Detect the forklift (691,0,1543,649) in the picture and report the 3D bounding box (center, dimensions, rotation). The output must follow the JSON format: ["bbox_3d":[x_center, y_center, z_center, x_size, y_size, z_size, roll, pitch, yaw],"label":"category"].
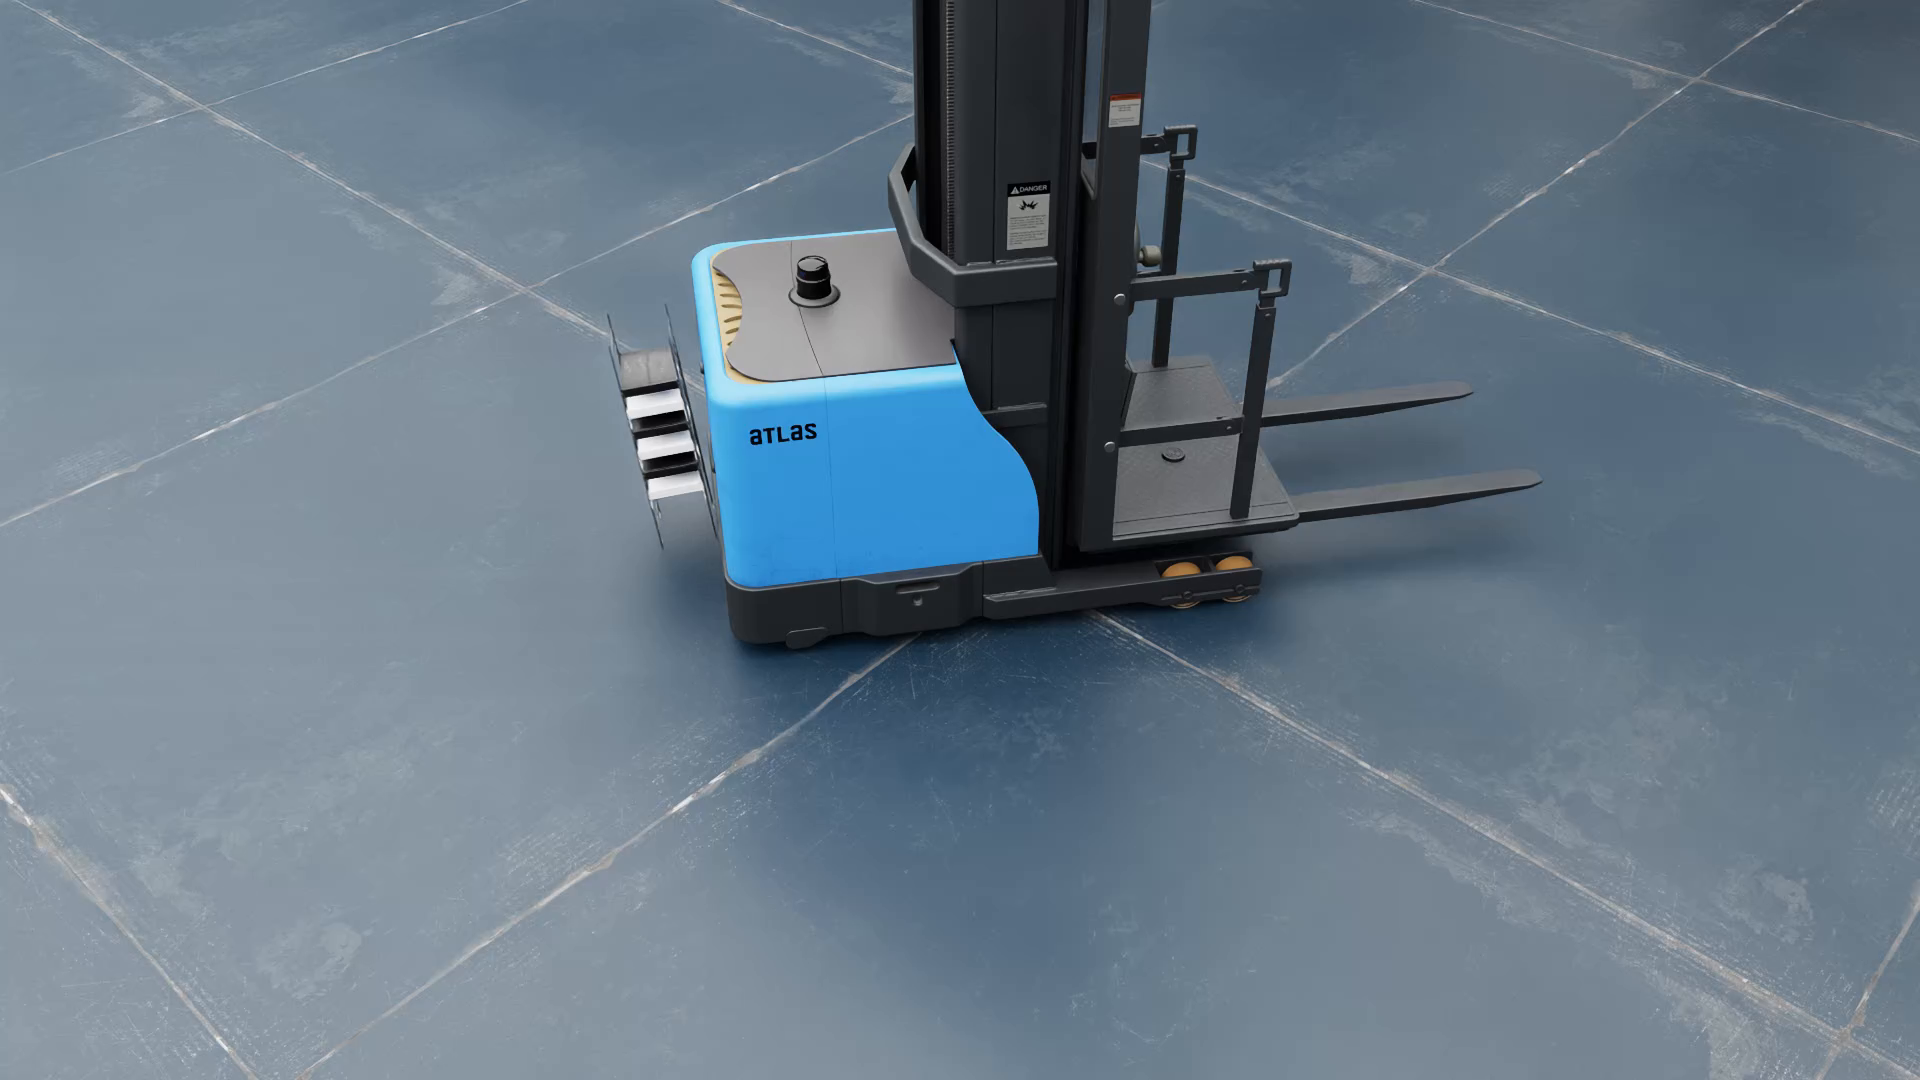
[{"bbox_3d":[0.616,-1.220,5.429,3.031,2.935,1.130,-7,39,-8],"label":"forklift"}]

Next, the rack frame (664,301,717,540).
[{"bbox_3d":[-0.973,-0.421,6.028,0.006,0.900,0.240,-11,39,-5],"label":"rack frame"}]

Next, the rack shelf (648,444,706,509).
[{"bbox_3d":[-1.053,-0.238,6.155,0.200,0.077,0.258,-11,39,-5],"label":"rack shelf"}]

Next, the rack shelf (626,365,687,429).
[{"bbox_3d":[-1.086,-0.515,5.927,0.200,0.077,0.258,-11,39,-5],"label":"rack shelf"}]

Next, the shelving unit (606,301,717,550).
[{"bbox_3d":[-1.072,-0.402,6.019,0.210,0.900,0.258,-11,39,-5],"label":"shelving unit"}]

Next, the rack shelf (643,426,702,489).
[{"bbox_3d":[-1.061,-0.307,6.098,0.200,0.077,0.258,-11,39,-5],"label":"rack shelf"}]

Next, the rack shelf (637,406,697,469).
[{"bbox_3d":[-1.069,-0.376,6.041,0.200,0.077,0.258,-11,39,-5],"label":"rack shelf"}]

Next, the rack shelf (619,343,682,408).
[{"bbox_3d":[-1.094,-0.584,5.870,0.200,0.077,0.258,-11,39,-5],"label":"rack shelf"}]

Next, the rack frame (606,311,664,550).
[{"bbox_3d":[-1.172,-0.383,6.011,0.006,0.900,0.240,-11,39,-5],"label":"rack frame"}]

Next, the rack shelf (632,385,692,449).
[{"bbox_3d":[-1.077,-0.445,5.984,0.200,0.077,0.258,-11,39,-5],"label":"rack shelf"}]
